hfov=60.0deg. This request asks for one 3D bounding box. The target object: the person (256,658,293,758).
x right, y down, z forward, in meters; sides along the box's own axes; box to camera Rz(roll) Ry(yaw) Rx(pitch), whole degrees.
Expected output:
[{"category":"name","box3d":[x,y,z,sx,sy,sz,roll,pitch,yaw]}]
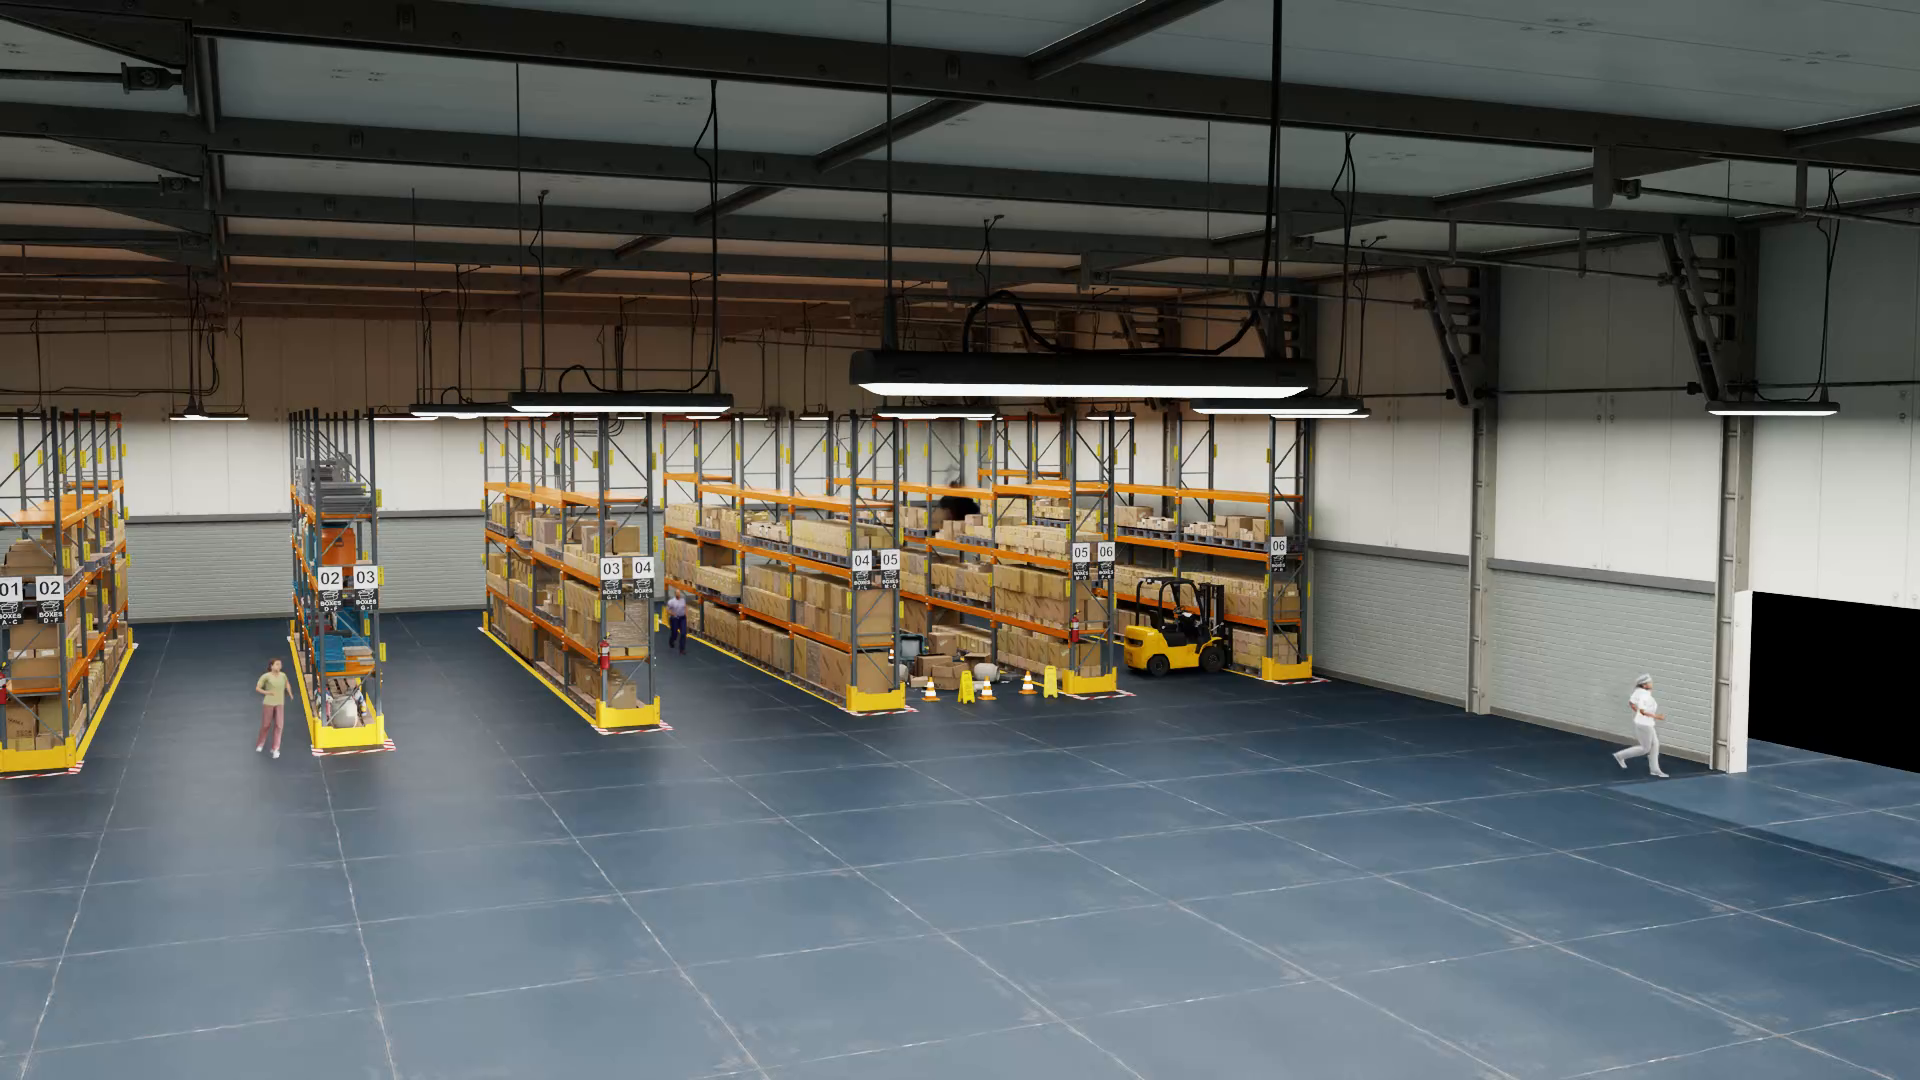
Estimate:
[{"category":"person","box3d":[-11.818,2.871,28.727,0.634,1.683,0.770,-4,6,-44]}]

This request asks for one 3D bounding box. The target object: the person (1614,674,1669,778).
[{"category":"person","box3d":[11.055,2.998,26.941,0.851,1.692,0.579,1,4,18]}]

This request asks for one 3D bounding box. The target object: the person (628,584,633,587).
[{"category":"person","box3d":[-9.603,1.573,47.794,0.622,1.602,0.580,2,4,24]}]

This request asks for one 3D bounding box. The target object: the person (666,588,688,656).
[{"category":"person","box3d":[-7.005,2.020,41.333,0.607,1.640,0.829,-2,4,-27]}]
